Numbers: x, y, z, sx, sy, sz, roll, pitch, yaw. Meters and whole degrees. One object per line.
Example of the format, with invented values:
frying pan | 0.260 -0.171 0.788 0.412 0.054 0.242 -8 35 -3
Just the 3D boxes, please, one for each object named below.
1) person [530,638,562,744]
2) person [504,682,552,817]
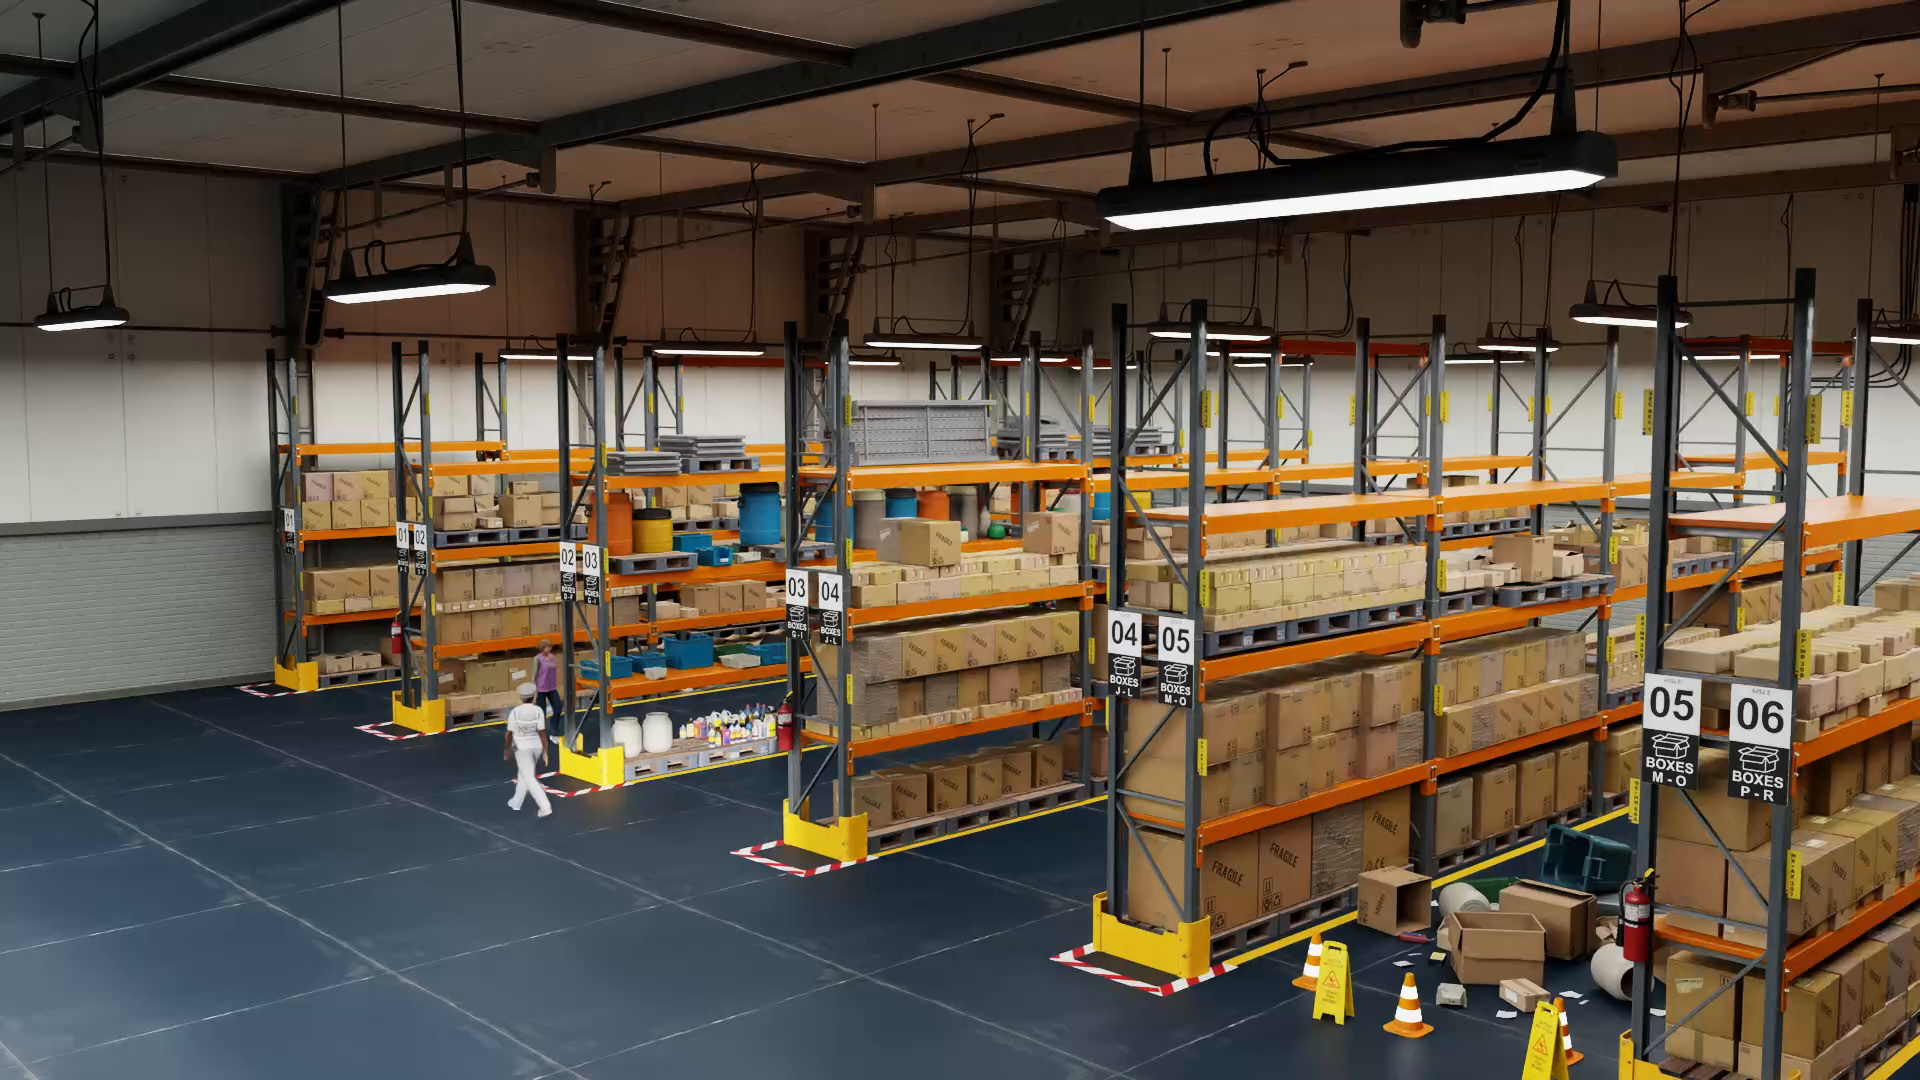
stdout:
person | -6.173 2.265 24.649 0.330 1.637 0.499 4 7 42
person | -5.324 2.567 20.450 1.001 1.644 0.438 3 6 30
